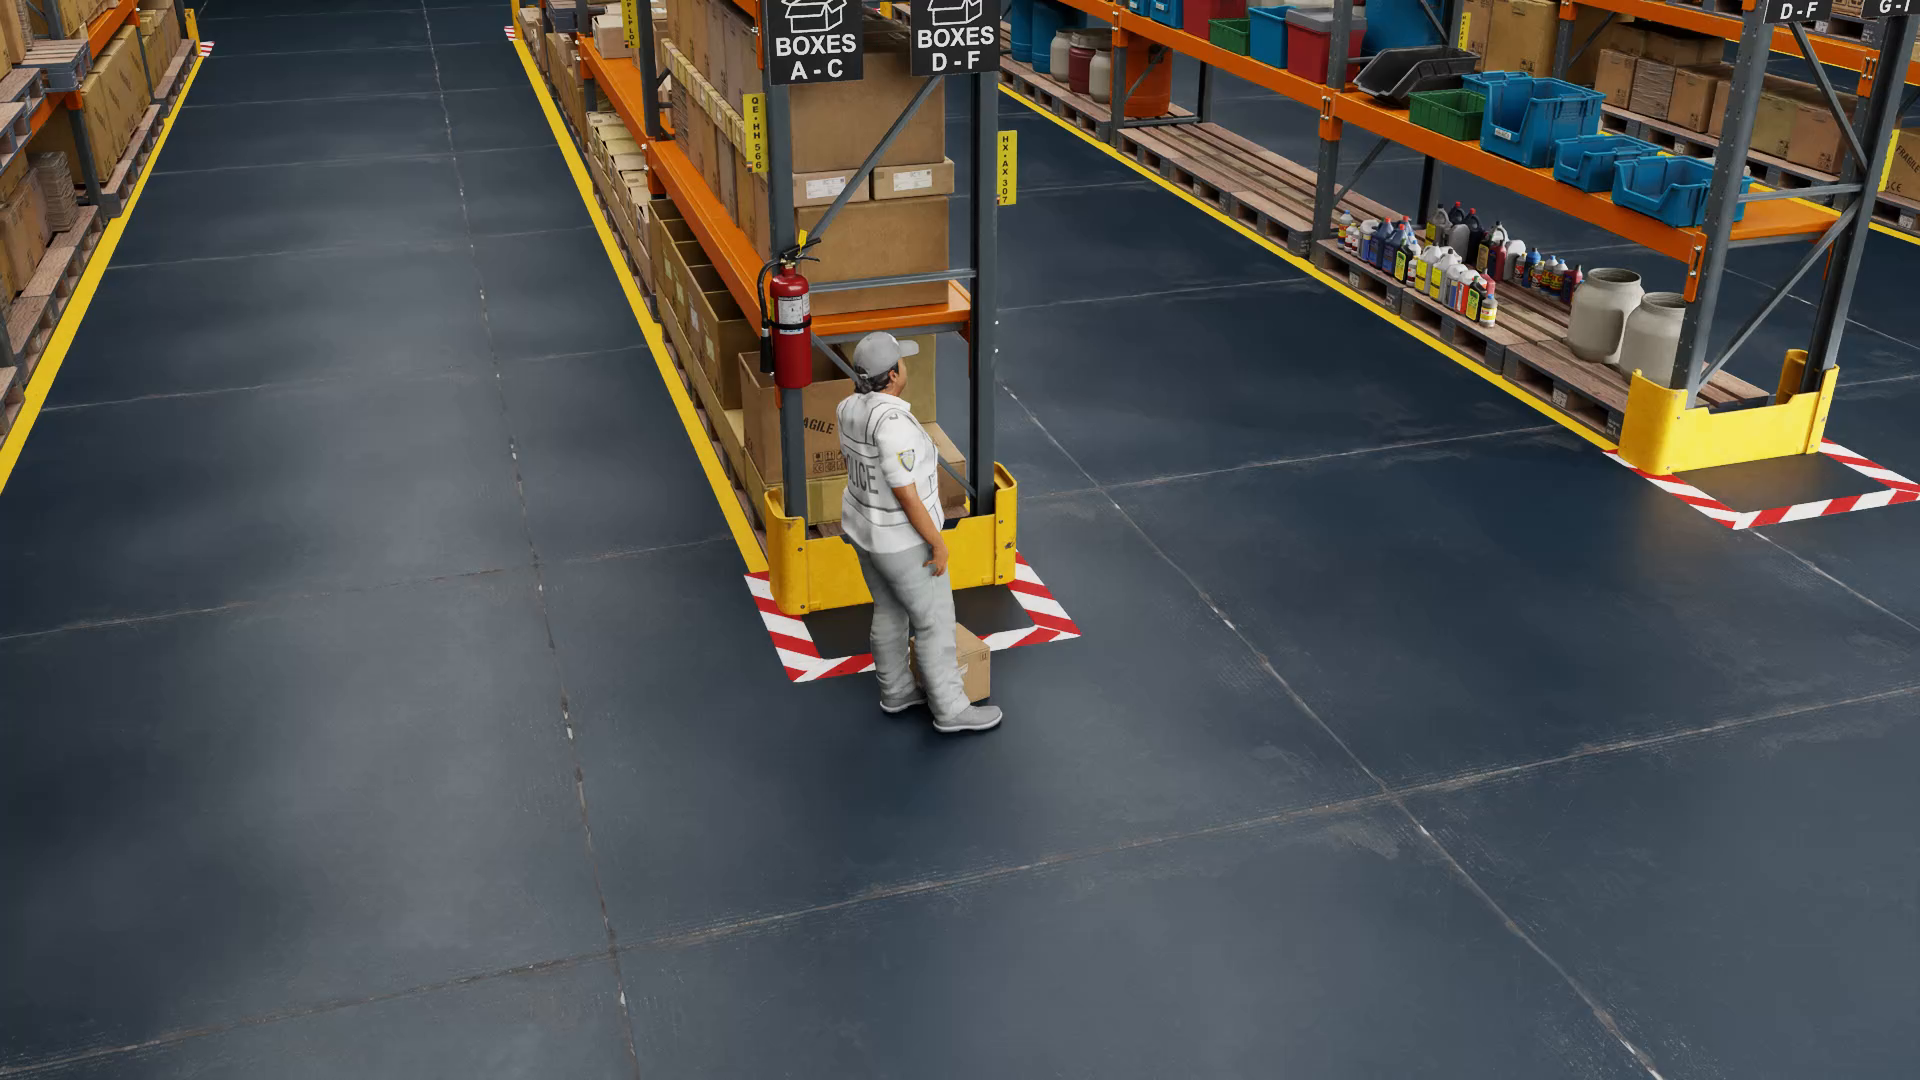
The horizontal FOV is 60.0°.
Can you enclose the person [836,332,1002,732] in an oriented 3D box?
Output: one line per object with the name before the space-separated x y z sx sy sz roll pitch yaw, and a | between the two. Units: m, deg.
person | -0.180 -0.037 6.659 0.529 1.670 0.598 -15 30 -28
